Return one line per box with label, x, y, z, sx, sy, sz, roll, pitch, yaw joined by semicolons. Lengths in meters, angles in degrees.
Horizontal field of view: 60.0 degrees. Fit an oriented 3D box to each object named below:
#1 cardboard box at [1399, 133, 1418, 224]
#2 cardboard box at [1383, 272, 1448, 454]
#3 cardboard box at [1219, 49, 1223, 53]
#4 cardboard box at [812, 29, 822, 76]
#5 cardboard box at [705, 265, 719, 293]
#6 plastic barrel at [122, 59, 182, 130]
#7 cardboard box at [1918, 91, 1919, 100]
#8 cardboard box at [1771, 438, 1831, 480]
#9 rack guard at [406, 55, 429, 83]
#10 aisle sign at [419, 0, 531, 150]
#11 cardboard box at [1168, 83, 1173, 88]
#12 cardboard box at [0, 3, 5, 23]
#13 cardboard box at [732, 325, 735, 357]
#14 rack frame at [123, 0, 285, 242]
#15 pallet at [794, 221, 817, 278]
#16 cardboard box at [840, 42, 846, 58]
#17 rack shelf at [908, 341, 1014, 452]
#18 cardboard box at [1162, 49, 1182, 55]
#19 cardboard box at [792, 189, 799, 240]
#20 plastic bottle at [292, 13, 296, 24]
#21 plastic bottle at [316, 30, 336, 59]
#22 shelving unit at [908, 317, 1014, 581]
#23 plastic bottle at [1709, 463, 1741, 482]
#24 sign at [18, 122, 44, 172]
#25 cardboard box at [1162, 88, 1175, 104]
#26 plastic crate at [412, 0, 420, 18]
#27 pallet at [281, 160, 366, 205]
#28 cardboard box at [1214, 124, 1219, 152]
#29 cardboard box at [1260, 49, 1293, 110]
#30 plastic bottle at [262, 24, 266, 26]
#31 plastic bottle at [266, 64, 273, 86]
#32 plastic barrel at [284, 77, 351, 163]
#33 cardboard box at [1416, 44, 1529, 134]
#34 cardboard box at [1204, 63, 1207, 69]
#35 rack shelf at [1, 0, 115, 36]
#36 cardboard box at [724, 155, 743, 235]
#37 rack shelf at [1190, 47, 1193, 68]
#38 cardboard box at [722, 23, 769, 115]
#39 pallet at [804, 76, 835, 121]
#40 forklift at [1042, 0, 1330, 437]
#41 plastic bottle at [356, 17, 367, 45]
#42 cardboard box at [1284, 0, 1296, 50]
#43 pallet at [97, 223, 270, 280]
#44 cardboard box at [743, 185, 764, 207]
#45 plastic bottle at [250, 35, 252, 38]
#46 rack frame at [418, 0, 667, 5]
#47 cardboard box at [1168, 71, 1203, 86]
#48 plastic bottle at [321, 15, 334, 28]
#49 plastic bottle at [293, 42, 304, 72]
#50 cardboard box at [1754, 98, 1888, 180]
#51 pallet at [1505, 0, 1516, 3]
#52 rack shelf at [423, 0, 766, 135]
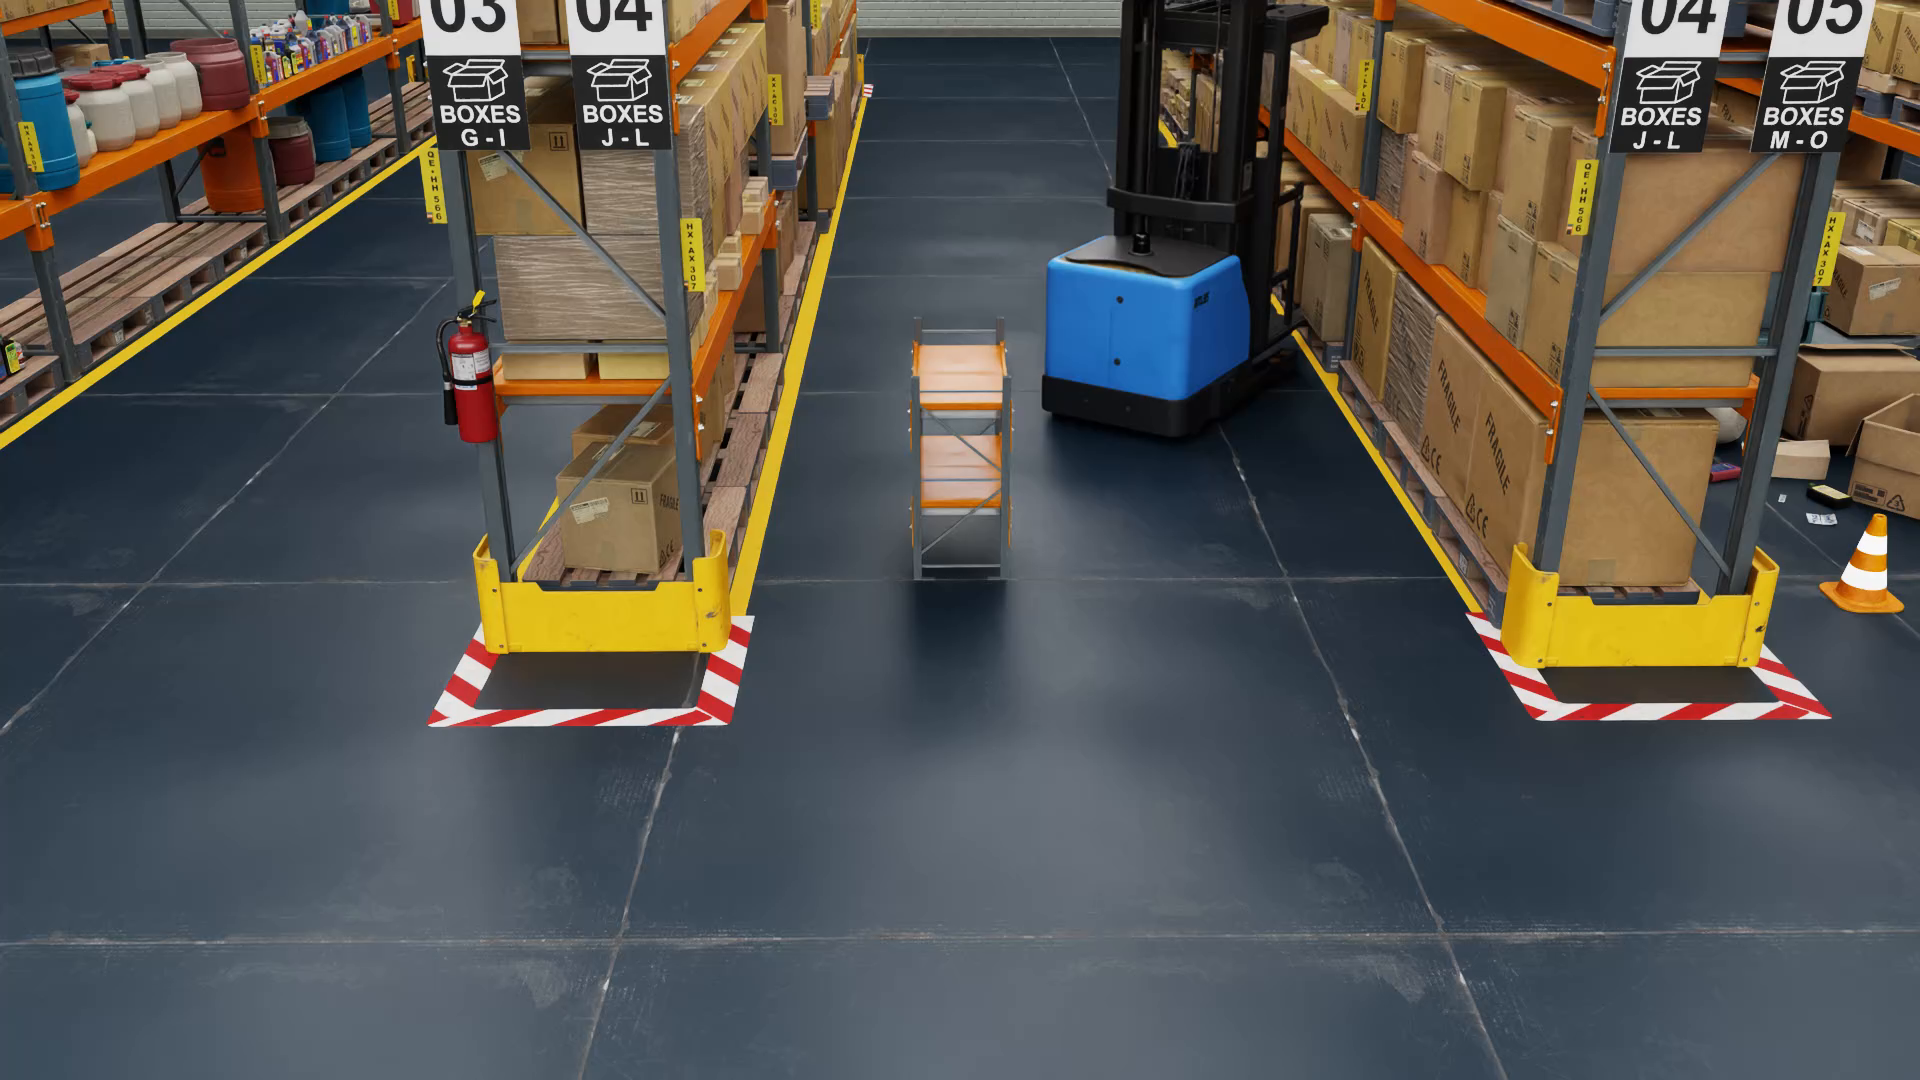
cardboard box;3.237;-2.179;10.246;0.875;0.550;0.550;0;24;-1
cardboard box;3.143;-1.081;10.070;0.875;0.875;0.875;0;24;0
cardboard box;2.681;-4.726;15.856;0.380;0.149;0.250;-1;24;-1
cardboard box;-1.545;-4.404;15.226;0.500;0.500;0.500;0;24;1
cardboard box;-1.509;-1.379;8.965;0.380;0.149;0.250;0;24;-1
plastic barrel;-6.535;-3.589;13.410;0.421;0.512;0.421;0;24;0
cardboard box;7.947;-3.585;13.332;0.380;0.149;0.250;1;24;2
cardboard box;5.053;-0.543;10.129;0.396;0.266;0.258;4;25;9
rack guard;-6.865;-6.302;22.577;1.175;0.500;0.348;0;24;-1
aisle sign;-2.024;-2.018;6.917;0.394;0.787;0.004;0;24;-1
cardboard box;2.841;-5.816;21.059;0.380;0.149;0.250;-1;24;-3
cardboard box;-11.503;-6.230;19.263;0.500;0.500;0.500;0;24;0
cardboard box;-1.804;-1.396;11.220;0.500;0.500;0.500;-1;24;-2
rack frame;-6.764;-4.134;14.751;1.000;3.000;0.127;0;24;-1
pallet;-1.805;-2.564;14.663;1.003;0.211;1.213;0;24;-1
cardboard box;-1.782;-5.301;19.398;0.875;0.875;0.875;0;24;-1
rack shelf;0.000;-0.782;8.904;0.538;0.278;1.000;0;24;-1
cardboard box;2.728;-6.380;21.944;0.380;0.149;0.250;-1;24;-3
cardboard box;-1.784;-2.942;14.615;0.700;0.500;0.500;-2;24;-3
plastic bottle;-7.230;-5.577;18.082;0.061;0.283;0.133;0;24;-1
plastic bottle;-6.467;-5.056;16.939;0.152;0.276;0.135;0;24;-1
shelving unit;0.000;-0.515;9.024;0.538;1.125;1.048;0;24;-1
plastic bottle;4.636;-0.415;10.093;0.283;0.061;0.133;-9;26;-19
sign;-6.170;-2.610;11.045;0.100;0.325;0.005;0;24;-1
cardboard box;2.749;-5.586;20.910;0.380;0.149;0.250;-1;24;-3
plastic crate;-6.640;-6.386;19.801;0.437;0.282;0.530;0;24;-1
pallet;-6.825;-3.690;17.153;1.003;0.211;1.213;0;24;-1
cardboard box;2.857;-3.892;16.738;0.500;0.500;0.500;-1;24;-3
cardboard box;2.884;-3.997;14.326;0.500;0.500;0.500;0;24;0
plastic bottle;-7.221;-5.211;17.272;0.061;0.283;0.133;0;24;-1
plastic bottle;-6.421;-4.312;15.384;0.097;0.201;0.097;0;24;0
plastic barrel;-6.811;-4.502;17.601;0.600;0.901;0.708;0;24;-1
cardboard box;3.285;-2.671;10.024;0.875;0.550;0.550;0;24;-1
cardboard box;3.336;-6.063;21.244;0.380;0.149;0.250;-1;24;-3
rack shelf;-11.783;-6.258;20.320;1.077;0.370;4.000;0;24;-1
cardboard box;-1.748;-2.092;9.753;0.875;0.500;0.500;0;24;-1
rack shelf;3.084;-6.282;20.373;1.077;0.370;4.000;0;24;-1
cardboard box;-1.488;-2.961;10.461;0.500;0.500;0.500;0;24;-1
pallet;-1.697;-3.776;14.192;1.213;0.211;1.003;0;24;-1
forklift;1.753;-2.546;11.324;1.130;2.935;3.031;15;28;29
plastic bottle;-6.432;-5.473;17.854;0.061;0.283;0.133;0;24;-1
cardboard box;3.144;-4.453;14.122;0.700;0.500;0.500;0;24;-1
pallet;-6.795;-2.545;14.620;1.003;0.211;1.213;0;24;-1
cardboard box;-1.478;-2.204;10.787;0.380;0.149;0.250;0;24;-1
plastic bottle;-7.197;-5.007;16.836;0.097;0.271;0.097;0;24;0
rack frame;-1.724;-3.594;6.276;1.000;3.000;0.127;0;24;-1
cardboard box;2.754;-5.632;20.290;0.380;0.149;0.250;-1;24;-2
plastic bottle;-6.613;-5.306;17.402;0.144;0.351;0.185;0;24;-1
plastic bottle;-6.430;-4.684;16.123;0.097;0.271;0.097;0;24;0
cardboard box;8.173;-3.710;15.881;0.875;0.875;0.875;0;24;-1
pallet;3.202;-2.977;8.659;1.003;0.211;1.213;0;24;-1
rack shelf;-1.746;-2.723;8.864;1.077;0.370;4.000;0;24;-1
